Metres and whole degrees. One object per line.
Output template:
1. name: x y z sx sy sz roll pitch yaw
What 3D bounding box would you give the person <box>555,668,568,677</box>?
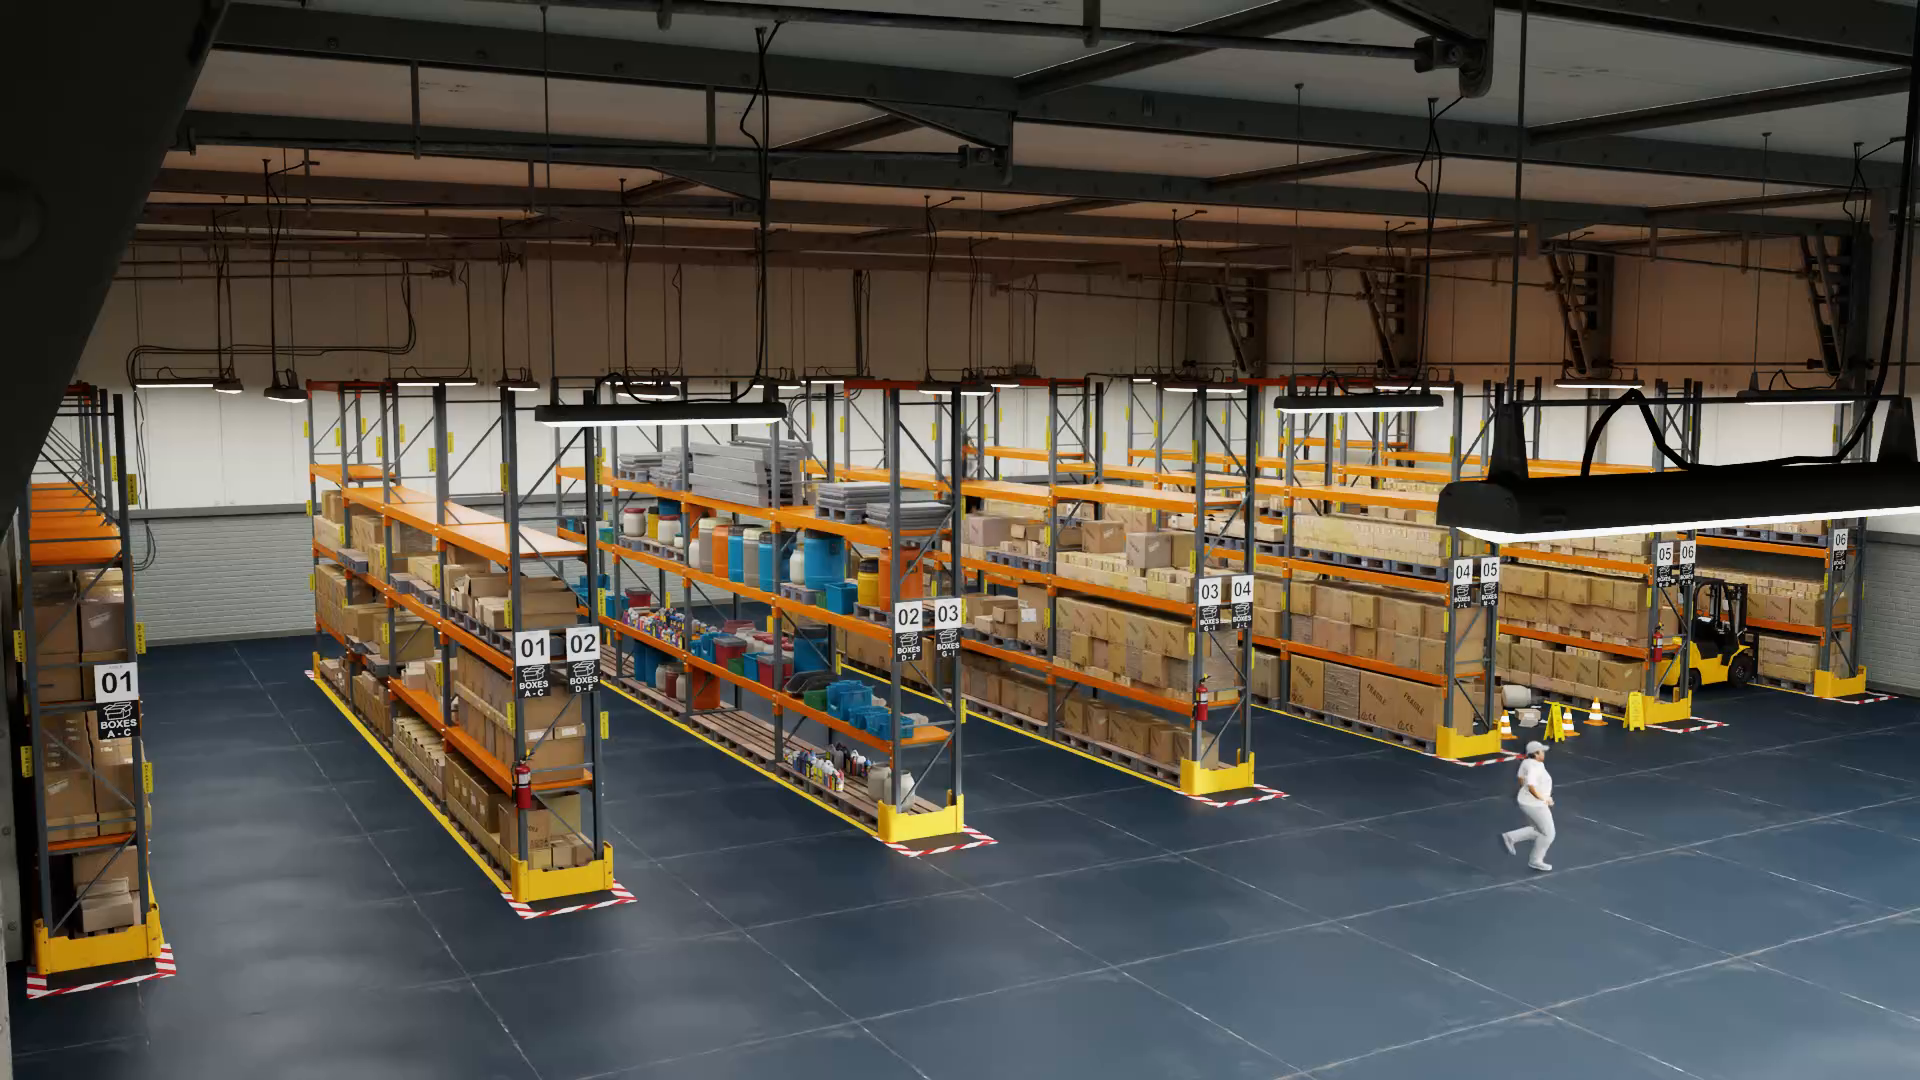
1. person: -7.069 2.429 29.141 0.565 1.641 0.731 -5 8 -42

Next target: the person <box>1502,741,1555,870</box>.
1. person: 7.147 3.324 20.847 0.592 1.632 0.608 0 6 4
